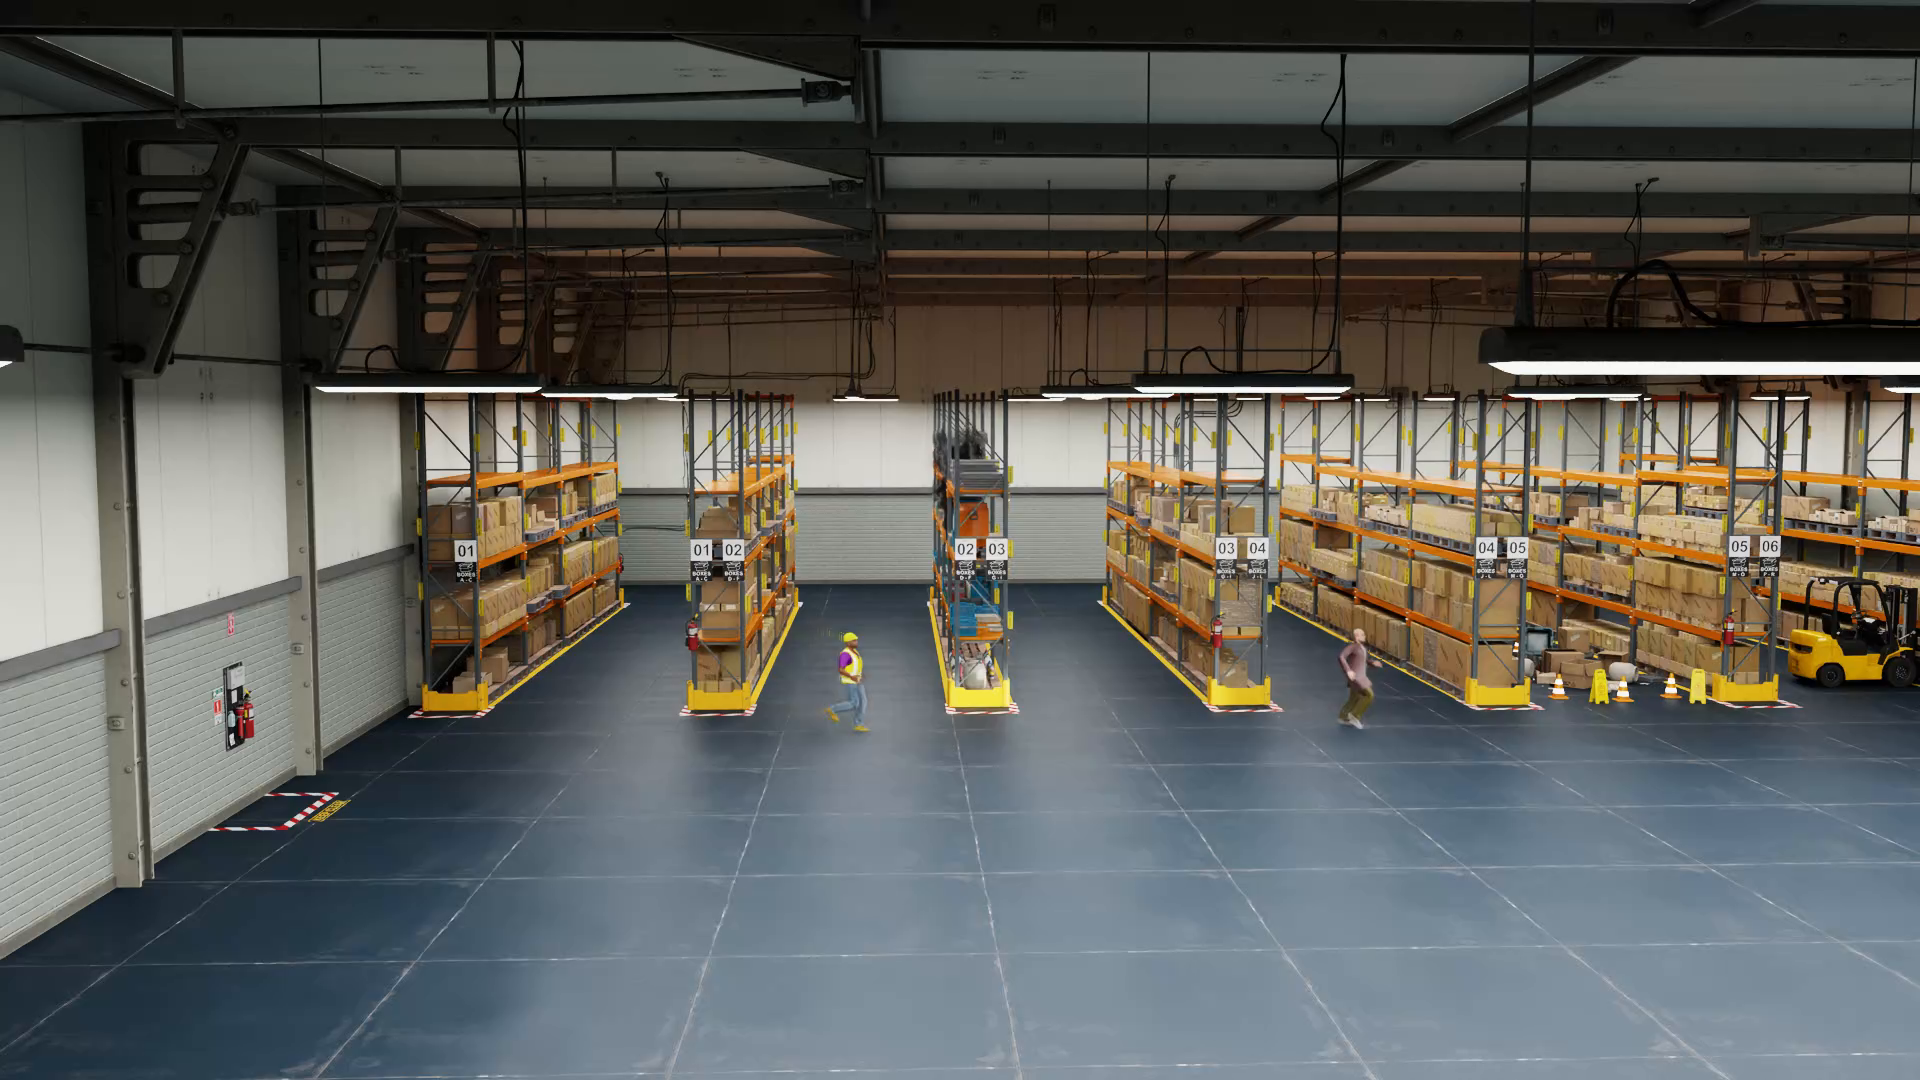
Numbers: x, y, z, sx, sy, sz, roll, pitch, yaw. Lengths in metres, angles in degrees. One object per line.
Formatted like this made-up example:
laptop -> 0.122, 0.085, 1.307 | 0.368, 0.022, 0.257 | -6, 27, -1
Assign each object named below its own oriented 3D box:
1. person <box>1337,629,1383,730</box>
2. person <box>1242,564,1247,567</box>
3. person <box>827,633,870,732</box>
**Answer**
person -> 7.041, 2.449, 29.375 | 0.809, 1.772, 0.725 | 2, 5, 26
person -> 7.934, 1.040, 46.680 | 0.705, 1.785, 0.711 | 0, 5, 0
person -> -1.935, 2.490, 29.164 | 0.771, 1.745, 0.699 | 1, 5, 17
